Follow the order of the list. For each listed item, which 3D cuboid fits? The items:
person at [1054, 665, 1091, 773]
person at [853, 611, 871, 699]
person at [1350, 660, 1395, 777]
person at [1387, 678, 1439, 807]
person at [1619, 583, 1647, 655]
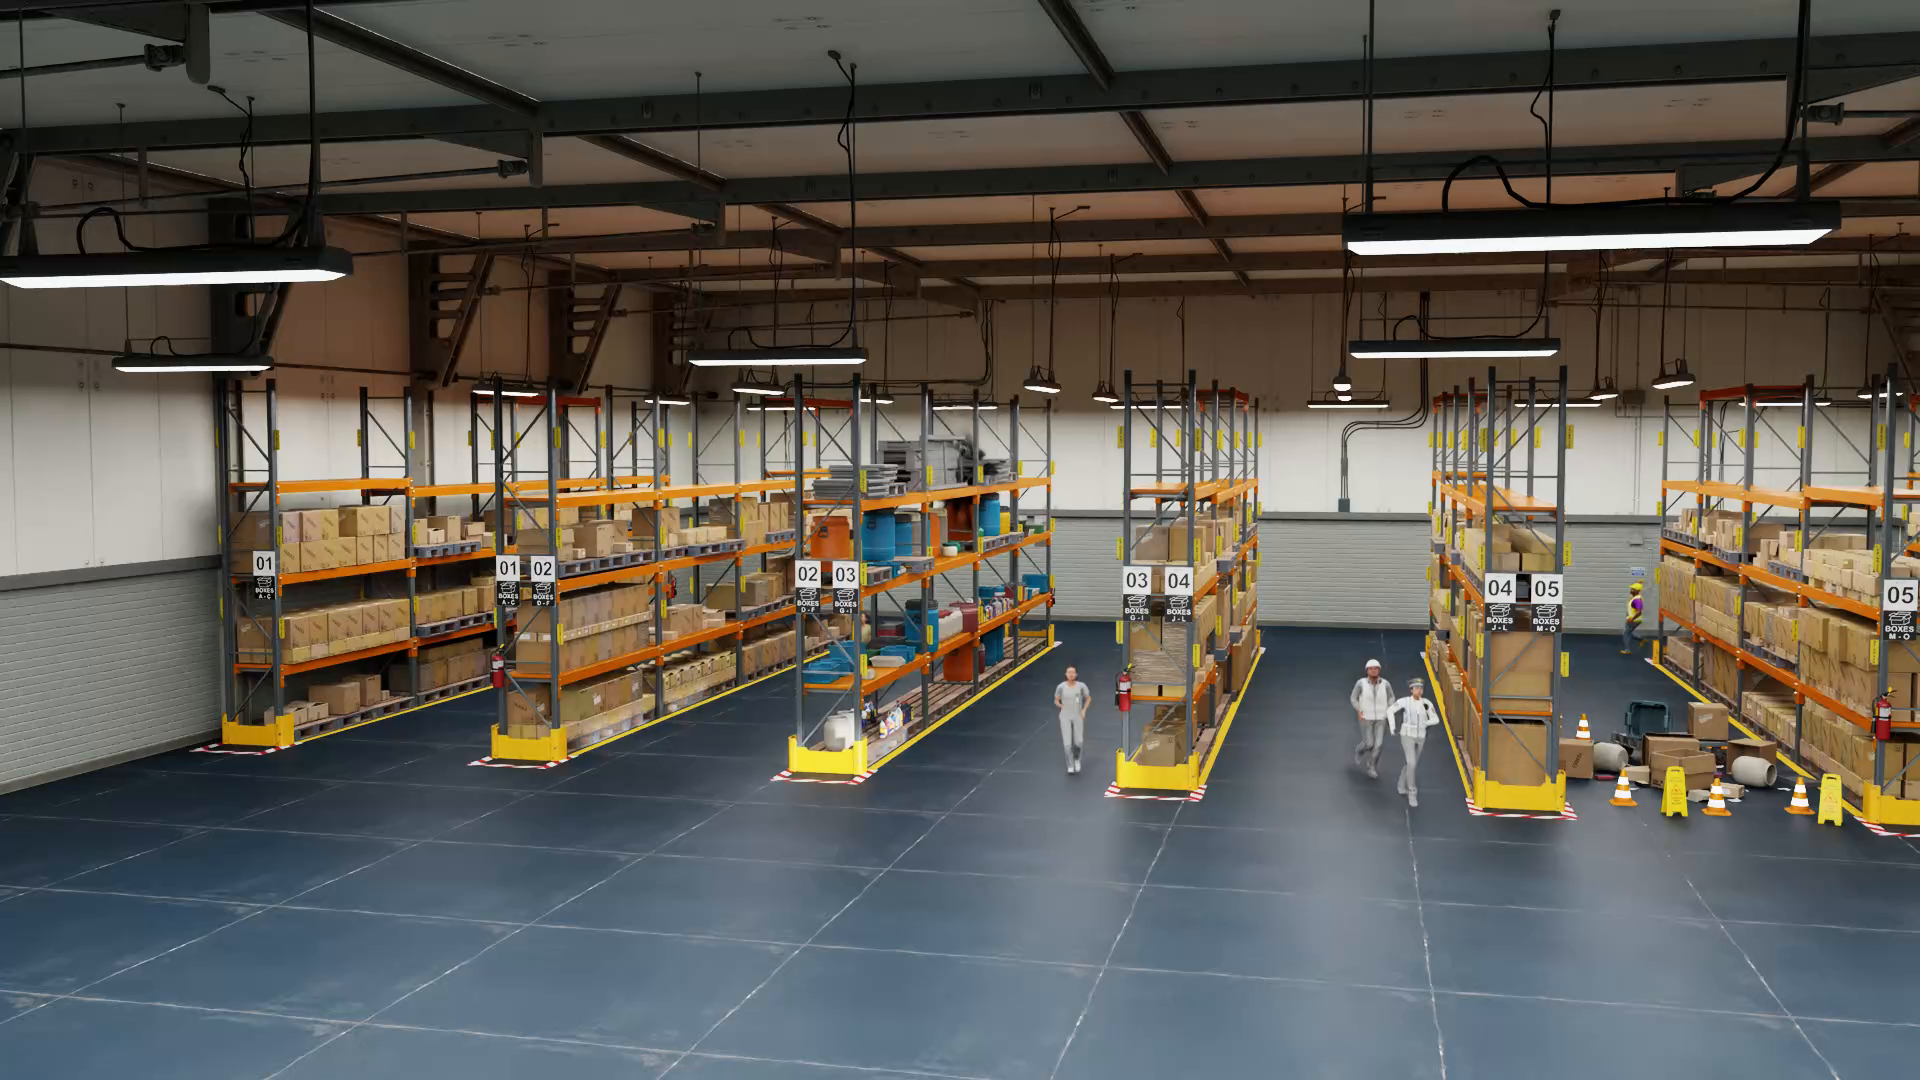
[{"bbox_3d":[1.676,2.684,24.847,0.554,1.627,0.548,0,3,5],"label":"person"},{"bbox_3d":[-1.863,2.233,32.303,0.567,1.712,0.700,1,4,16],"label":"person"},{"bbox_3d":[6.180,2.651,24.849,0.656,1.746,0.627,0,3,1],"label":"person"},{"bbox_3d":[6.301,2.777,23.066,0.646,1.748,0.769,-1,4,-13],"label":"person"},{"bbox_3d":[15.679,1.838,38.638,0.608,1.695,0.742,1,4,17],"label":"person"}]
